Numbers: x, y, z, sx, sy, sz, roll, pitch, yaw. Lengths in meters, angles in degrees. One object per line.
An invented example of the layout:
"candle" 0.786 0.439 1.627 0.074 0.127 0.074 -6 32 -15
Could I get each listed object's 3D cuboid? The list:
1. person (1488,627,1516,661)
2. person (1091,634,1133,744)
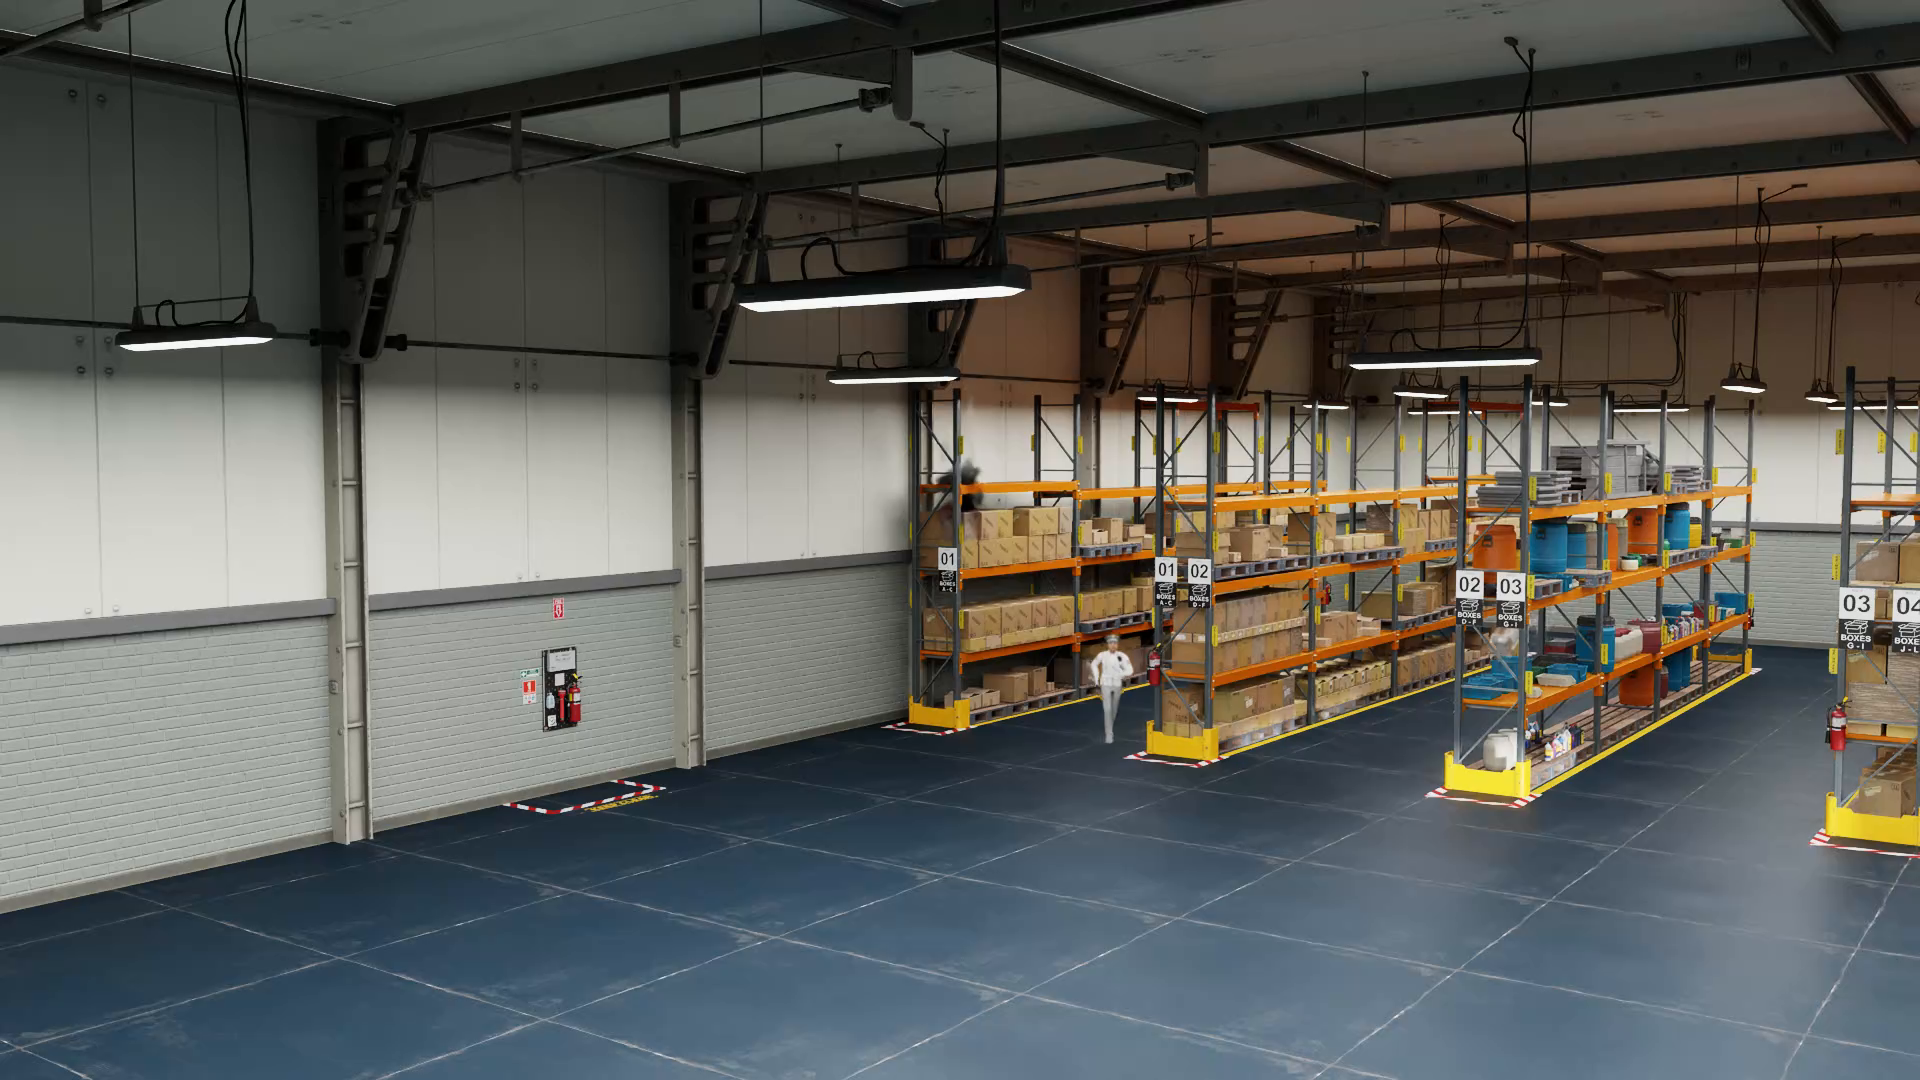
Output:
"person" 10.667 2.370 32.767 0.536 1.569 0.705 2 4 27
"person" 2.436 2.353 26.364 0.582 1.724 0.856 0 3 -4
